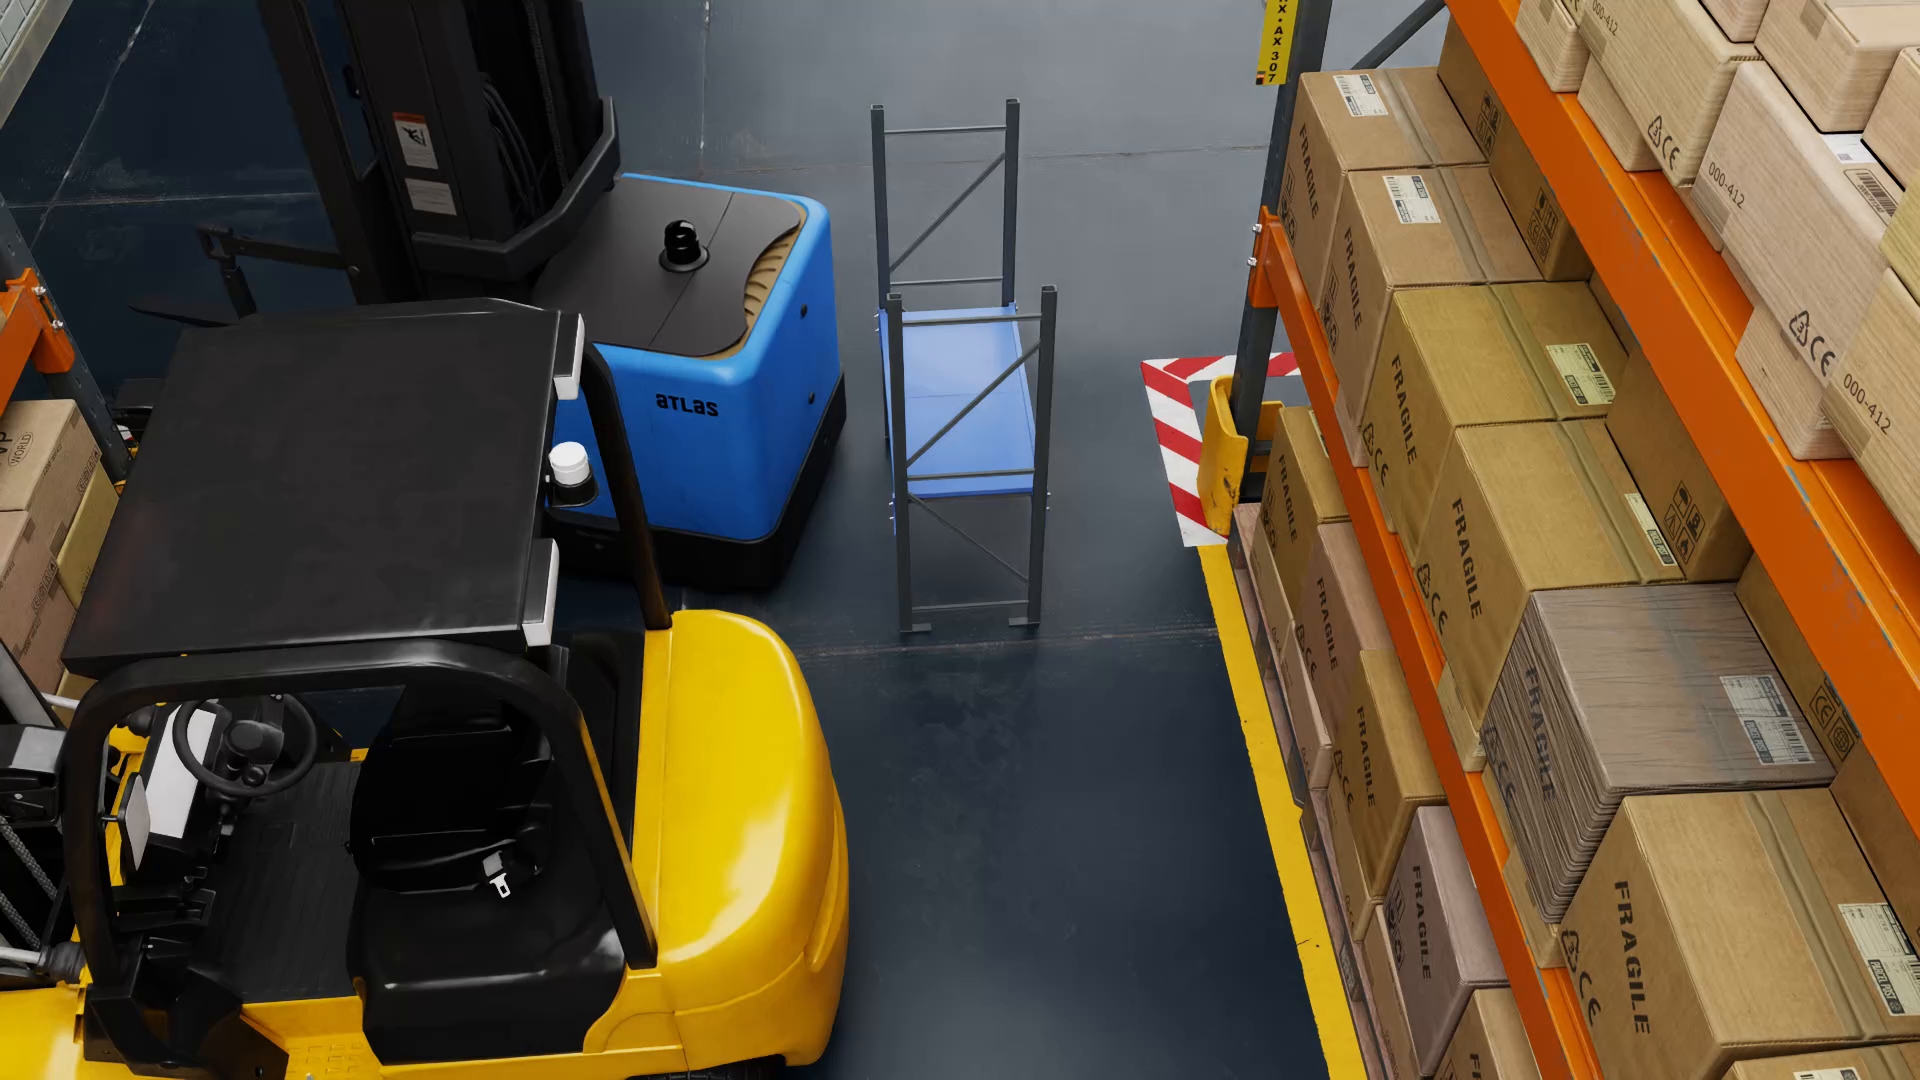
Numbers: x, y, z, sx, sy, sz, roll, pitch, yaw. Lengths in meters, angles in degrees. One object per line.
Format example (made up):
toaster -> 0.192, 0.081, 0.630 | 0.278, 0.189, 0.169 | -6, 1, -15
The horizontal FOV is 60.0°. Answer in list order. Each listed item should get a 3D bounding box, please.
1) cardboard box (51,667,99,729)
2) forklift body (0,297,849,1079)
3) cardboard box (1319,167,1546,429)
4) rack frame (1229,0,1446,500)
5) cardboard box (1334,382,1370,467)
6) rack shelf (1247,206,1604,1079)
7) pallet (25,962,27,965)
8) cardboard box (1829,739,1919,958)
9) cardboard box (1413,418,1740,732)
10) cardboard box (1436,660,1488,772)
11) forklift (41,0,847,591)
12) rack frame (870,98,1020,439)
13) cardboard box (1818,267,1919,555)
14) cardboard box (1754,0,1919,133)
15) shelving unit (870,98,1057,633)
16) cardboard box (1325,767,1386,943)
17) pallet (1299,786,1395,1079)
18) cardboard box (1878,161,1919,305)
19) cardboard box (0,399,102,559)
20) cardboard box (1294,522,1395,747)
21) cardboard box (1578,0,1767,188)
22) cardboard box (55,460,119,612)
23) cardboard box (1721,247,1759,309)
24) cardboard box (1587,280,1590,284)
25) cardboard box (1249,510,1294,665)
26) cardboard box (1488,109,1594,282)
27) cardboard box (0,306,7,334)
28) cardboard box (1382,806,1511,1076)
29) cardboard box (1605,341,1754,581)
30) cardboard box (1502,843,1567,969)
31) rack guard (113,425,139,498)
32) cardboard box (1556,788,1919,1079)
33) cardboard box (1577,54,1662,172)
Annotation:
cardboard box -> -3.055, 0.528, 5.289 | 0.500, 0.250, 0.500 | -3, 47, -3
forklift body -> -1.465, 0.599, 4.202 | 2.313, 2.155, 1.214 | -3, 47, -3
cardboard box -> 1.314, -0.661, 4.536 | 0.500, 0.500, 0.500 | -2, 47, -2
rack frame -> 1.504, -1.259, 5.376 | 1.000, 3.000, 0.127 | -3, 47, -3
cardboard box -> 1.278, -0.349, 4.687 | 0.380, 0.149, 0.250 | -3, 47, -3
rack shelf -> 1.672, 0.436, 4.267 | 1.077, 0.370, 4.000 | -3, 47, -3
pallet -> -3.237, 1.436, 4.745 | 1.003, 0.211, 1.213 | -3, 47, -3
cardboard box -> 1.997, 0.453, 2.793 | 0.700, 0.500, 0.500 | -3, 47, -3
cardboard box -> 1.408, 0.075, 3.839 | 0.500, 0.500, 0.500 | -4, 47, -4
cardboard box -> 1.371, 0.402, 3.976 | 0.380, 0.149, 0.250 | -3, 47, -3
forklift -> -2.023, -1.383, 5.541 | 3.031, 2.935, 1.130 | 9, 47, 9
rack frame -> -0.050, -0.945, 6.112 | 0.500, 1.500, 0.032 | -3, 47, -3
cardboard box -> 1.490, -0.115, 2.126 | 0.500, 0.250, 0.500 | -4, 47, -4
cardboard box -> 1.419, -0.735, 2.438 | 0.380, 0.149, 0.250 | -3, 47, -3
shelving unit -> -0.007, -0.577, 5.764 | 0.538, 1.500, 1.048 | -3, 47, -3
cardboard box -> 1.390, 0.907, 4.930 | 0.500, 0.250, 0.500 | -1, 47, -1
pallet -> 1.642, 1.226, 4.944 | 1.003, 0.211, 1.213 | -3, 47, -3
cardboard box -> 1.412, -0.357, 2.080 | 0.380, 0.149, 0.250 | -2, 47, -2
cardboard box -> -3.092, -0.183, 5.273 | 0.500, 0.250, 0.500 | -2, 47, -2
cardboard box -> 1.347, 0.280, 5.007 | 0.500, 0.500, 0.500 | -5, 47, -5
cardboard box -> 1.404, -0.852, 2.823 | 0.500, 0.250, 0.500 | -3, 47, -2
cardboard box -> -3.090, 0.008, 5.437 | 0.500, 0.250, 0.500 | -4, 47, -4
cardboard box -> 1.499, -0.458, 2.725 | 0.380, 0.149, 0.250 | -3, 47, -2
cardboard box -> 1.861, -0.657, 4.532 | 0.500, 0.500, 0.500 | -3, 47, -3
cardboard box -> 1.296, 0.143, 5.653 | 0.500, 0.250, 0.500 | -4, 47, -4
cardboard box -> 1.799, -1.016, 4.184 | 0.700, 0.500, 0.500 | -3, 47, -3
cardboard box -> -3.139, -0.649, 4.729 | 0.500, 0.500, 0.500 | -4, 47, -4
cardboard box -> 1.434, 1.030, 4.297 | 0.500, 0.500, 0.500 | -1, 47, -1
cardboard box -> 1.848, -0.284, 3.491 | 0.700, 0.500, 0.500 | -4, 47, -4
cardboard box -> 1.420, 0.773, 3.625 | 0.380, 0.149, 0.250 | -4, 47, -4
rack guard -> -3.444, -0.112, 6.012 | 1.175, 0.500, 0.348 | -3, 47, -3
cardboard box -> 1.504, 0.820, 3.133 | 0.500, 0.500, 0.500 | -2, 47, -2
cardboard box -> 1.383, -0.821, 3.069 | 0.380, 0.149, 0.250 | -5, 47, -4
